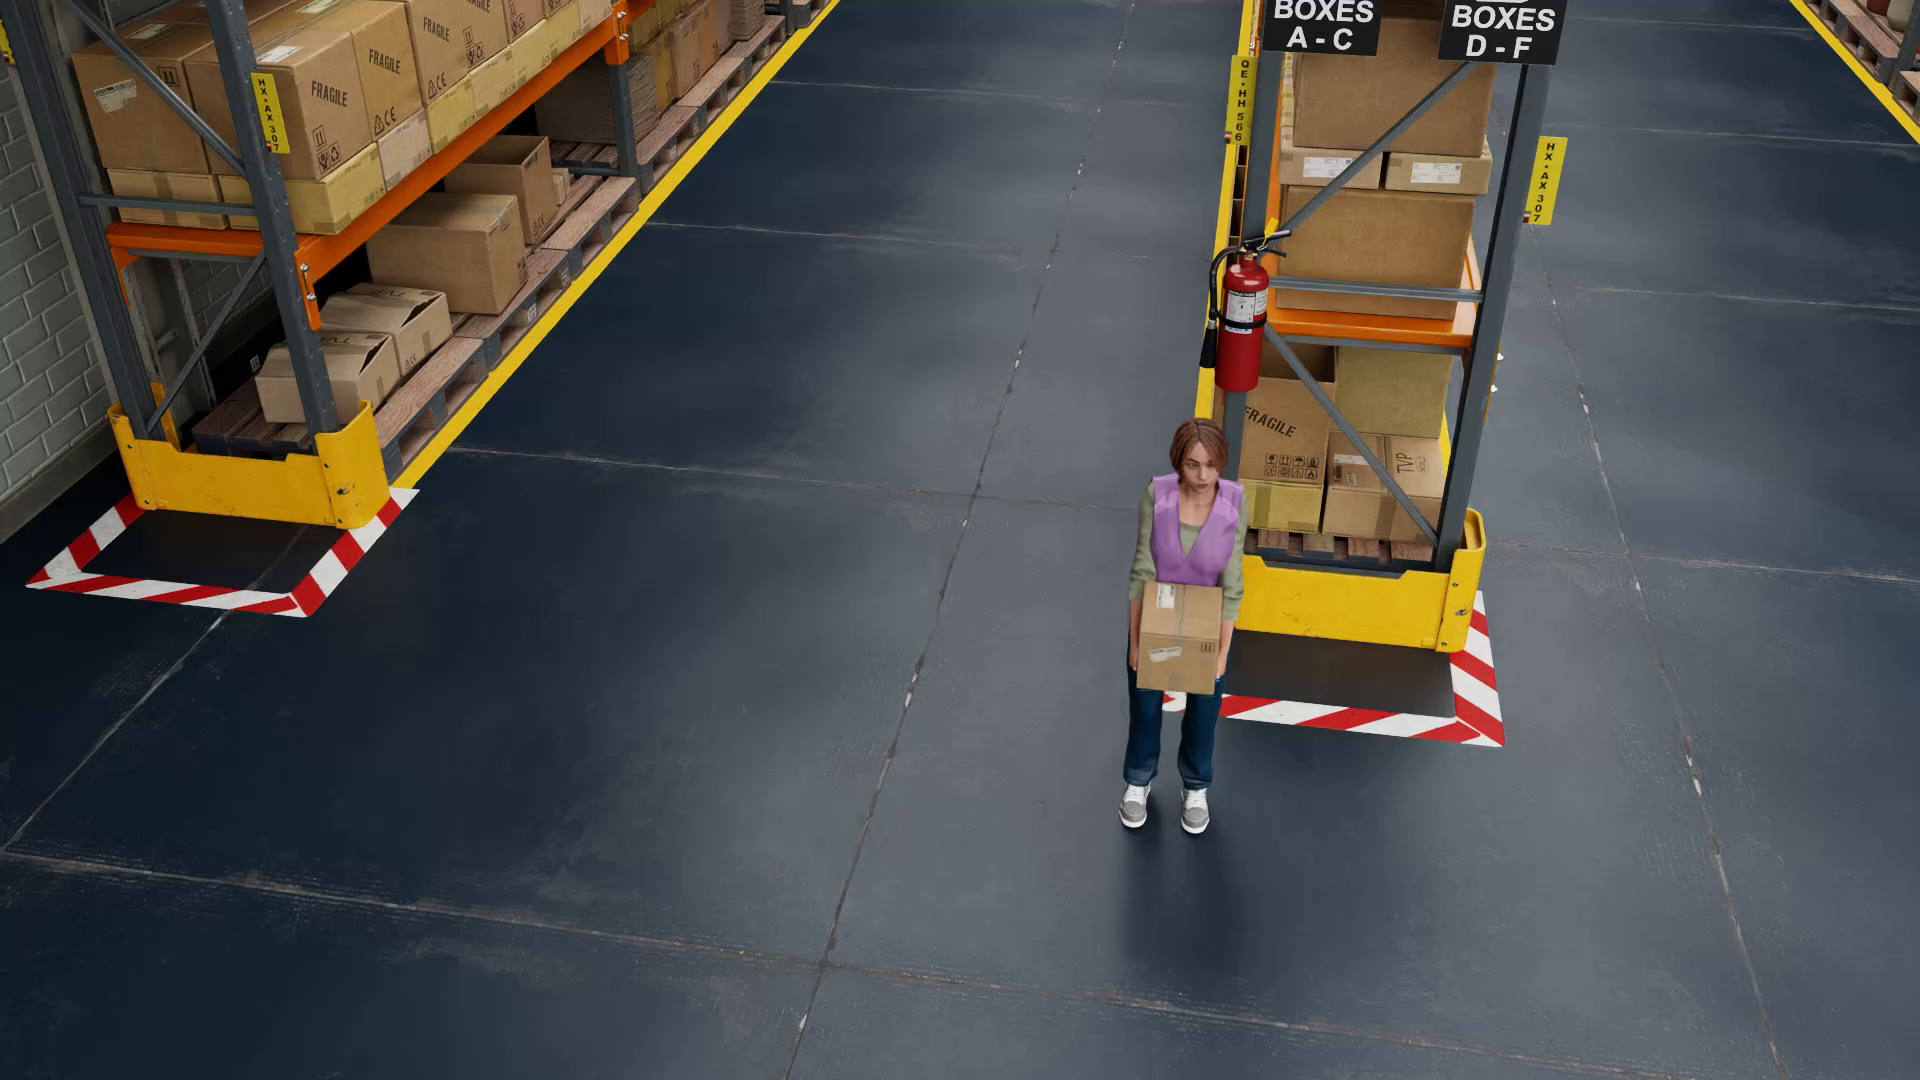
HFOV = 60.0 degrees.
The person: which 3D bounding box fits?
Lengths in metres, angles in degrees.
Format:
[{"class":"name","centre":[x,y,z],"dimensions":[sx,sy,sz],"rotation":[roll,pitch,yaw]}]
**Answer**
[{"class":"person","centre":[0.746,0.349,5.610],"dimensions":[0.375,1.599,0.499],"rotation":[5,33,8]}]
